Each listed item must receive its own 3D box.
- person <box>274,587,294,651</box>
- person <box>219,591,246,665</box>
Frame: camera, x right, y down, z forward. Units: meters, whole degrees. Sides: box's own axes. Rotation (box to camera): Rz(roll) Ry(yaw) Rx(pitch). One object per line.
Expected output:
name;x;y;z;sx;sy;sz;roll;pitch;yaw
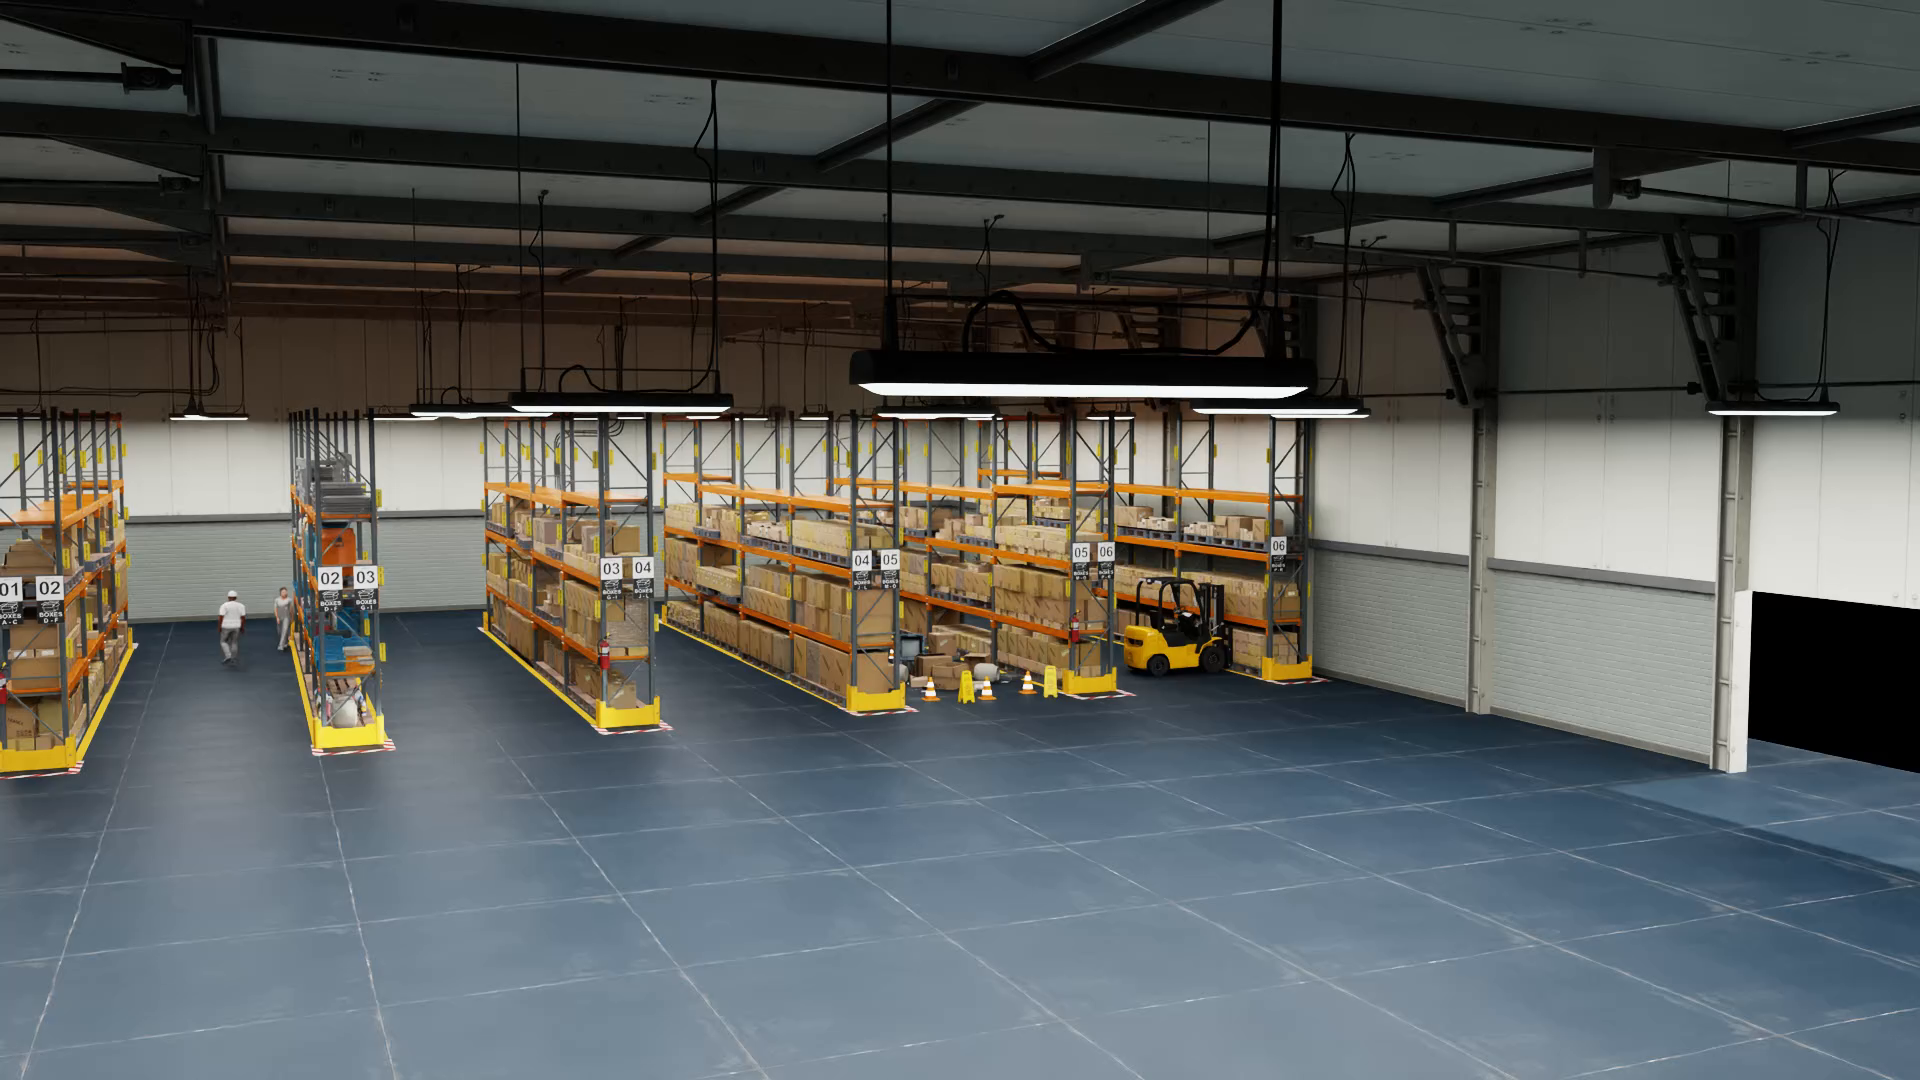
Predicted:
person;-17.085;1.976;41.973;0.435;1.586;1.123;-1;4;-9
person;-17.195;2.080;39.323;0.577;1.760;0.482;-3;5;-35
